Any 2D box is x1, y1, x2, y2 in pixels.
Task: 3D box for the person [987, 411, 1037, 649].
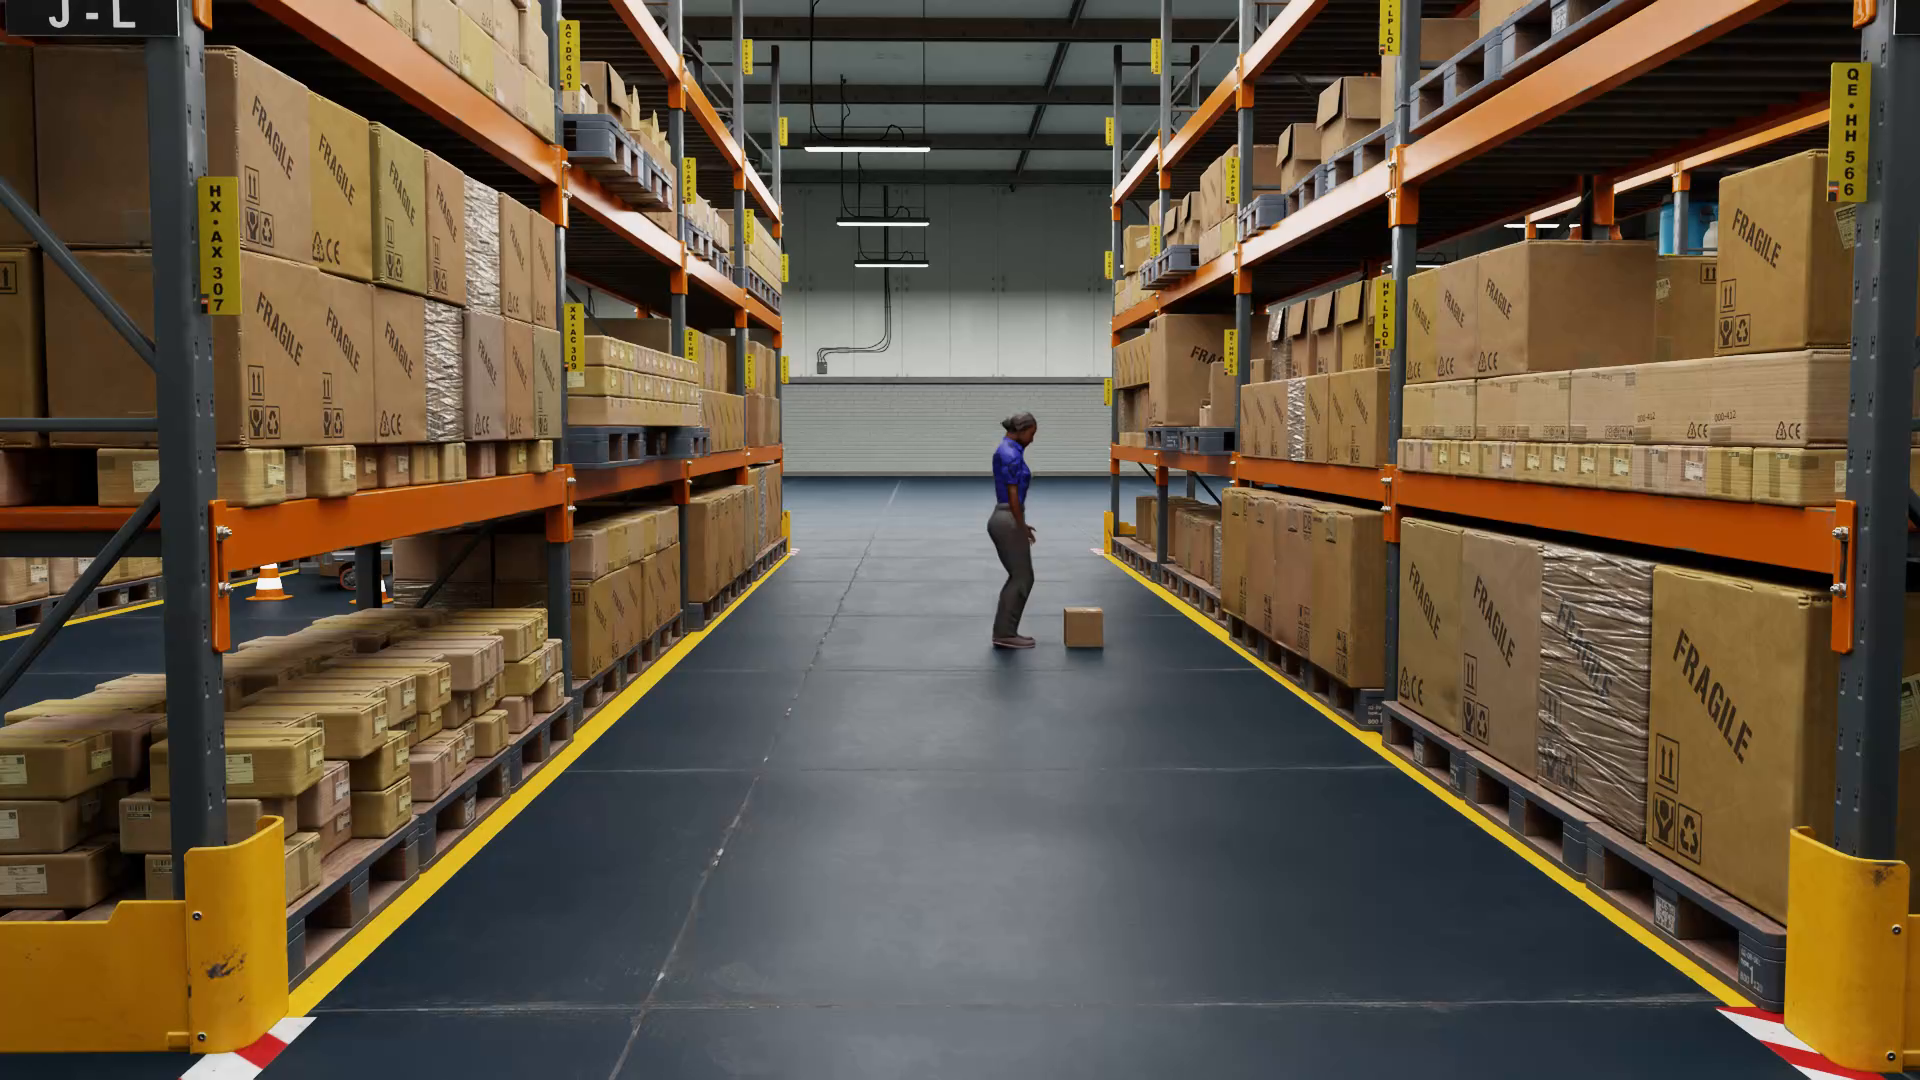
[{"bbox_3d":[0.364,-0.075,11.491,0.354,1.626,0.450,0,4,0],"label":"person"}]
